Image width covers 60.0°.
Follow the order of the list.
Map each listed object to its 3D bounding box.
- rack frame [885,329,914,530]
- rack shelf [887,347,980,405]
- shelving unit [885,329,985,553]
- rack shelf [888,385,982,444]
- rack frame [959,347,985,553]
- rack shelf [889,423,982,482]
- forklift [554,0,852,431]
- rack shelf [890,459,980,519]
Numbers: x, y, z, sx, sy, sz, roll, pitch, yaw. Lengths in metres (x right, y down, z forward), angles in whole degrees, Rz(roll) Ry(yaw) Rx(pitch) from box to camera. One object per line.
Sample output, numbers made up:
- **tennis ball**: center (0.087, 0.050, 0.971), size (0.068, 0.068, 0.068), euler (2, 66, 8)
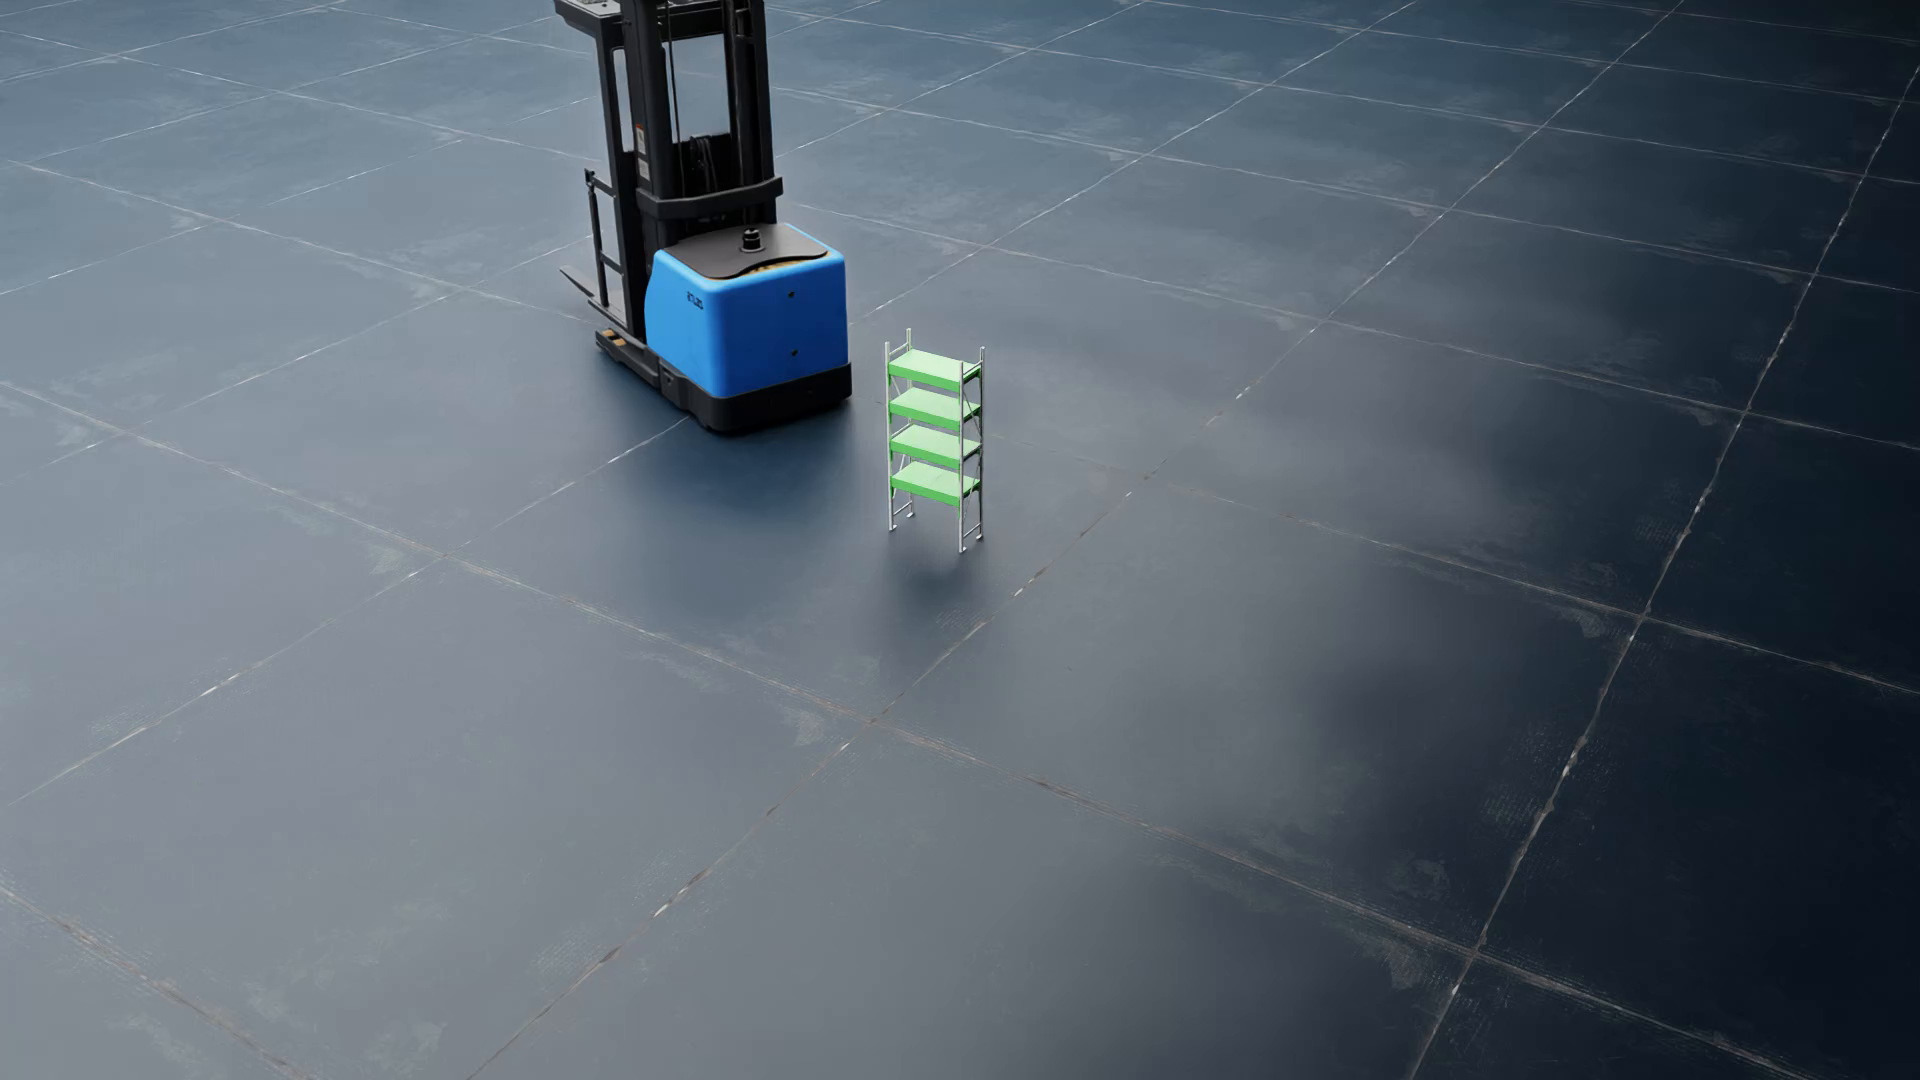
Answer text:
- **rack frame**: center (-0.347, -0.628, 9.636), size (0.015, 1.200, 0.240), euler (18, 35, 27)
- **rack shelf**: center (-0.140, -0.922, 9.314), size (0.480, 0.148, 0.258), euler (18, 35, 27)
- **shelving unit**: center (-0.140, -0.563, 9.524), size (0.503, 1.200, 0.258), euler (18, 35, 27)
- **rack shelf**: center (-0.140, -0.715, 9.435), size (0.480, 0.148, 0.258), euler (18, 35, 27)
- **rack frame**: center (0.066, -0.497, 9.412), size (0.015, 1.200, 0.240), euler (18, 35, 27)
- **rack shelf**: center (-0.140, -0.507, 9.556), size (0.480, 0.148, 0.258), euler (18, 35, 27)
- **forklift**: center (-1.985, -2.666, 11.411), size (1.130, 2.935, 3.031), euler (-19, 35, -29)
- **rack shelf**: center (-0.140, -0.300, 9.677), size (0.480, 0.148, 0.258), euler (18, 35, 27)
